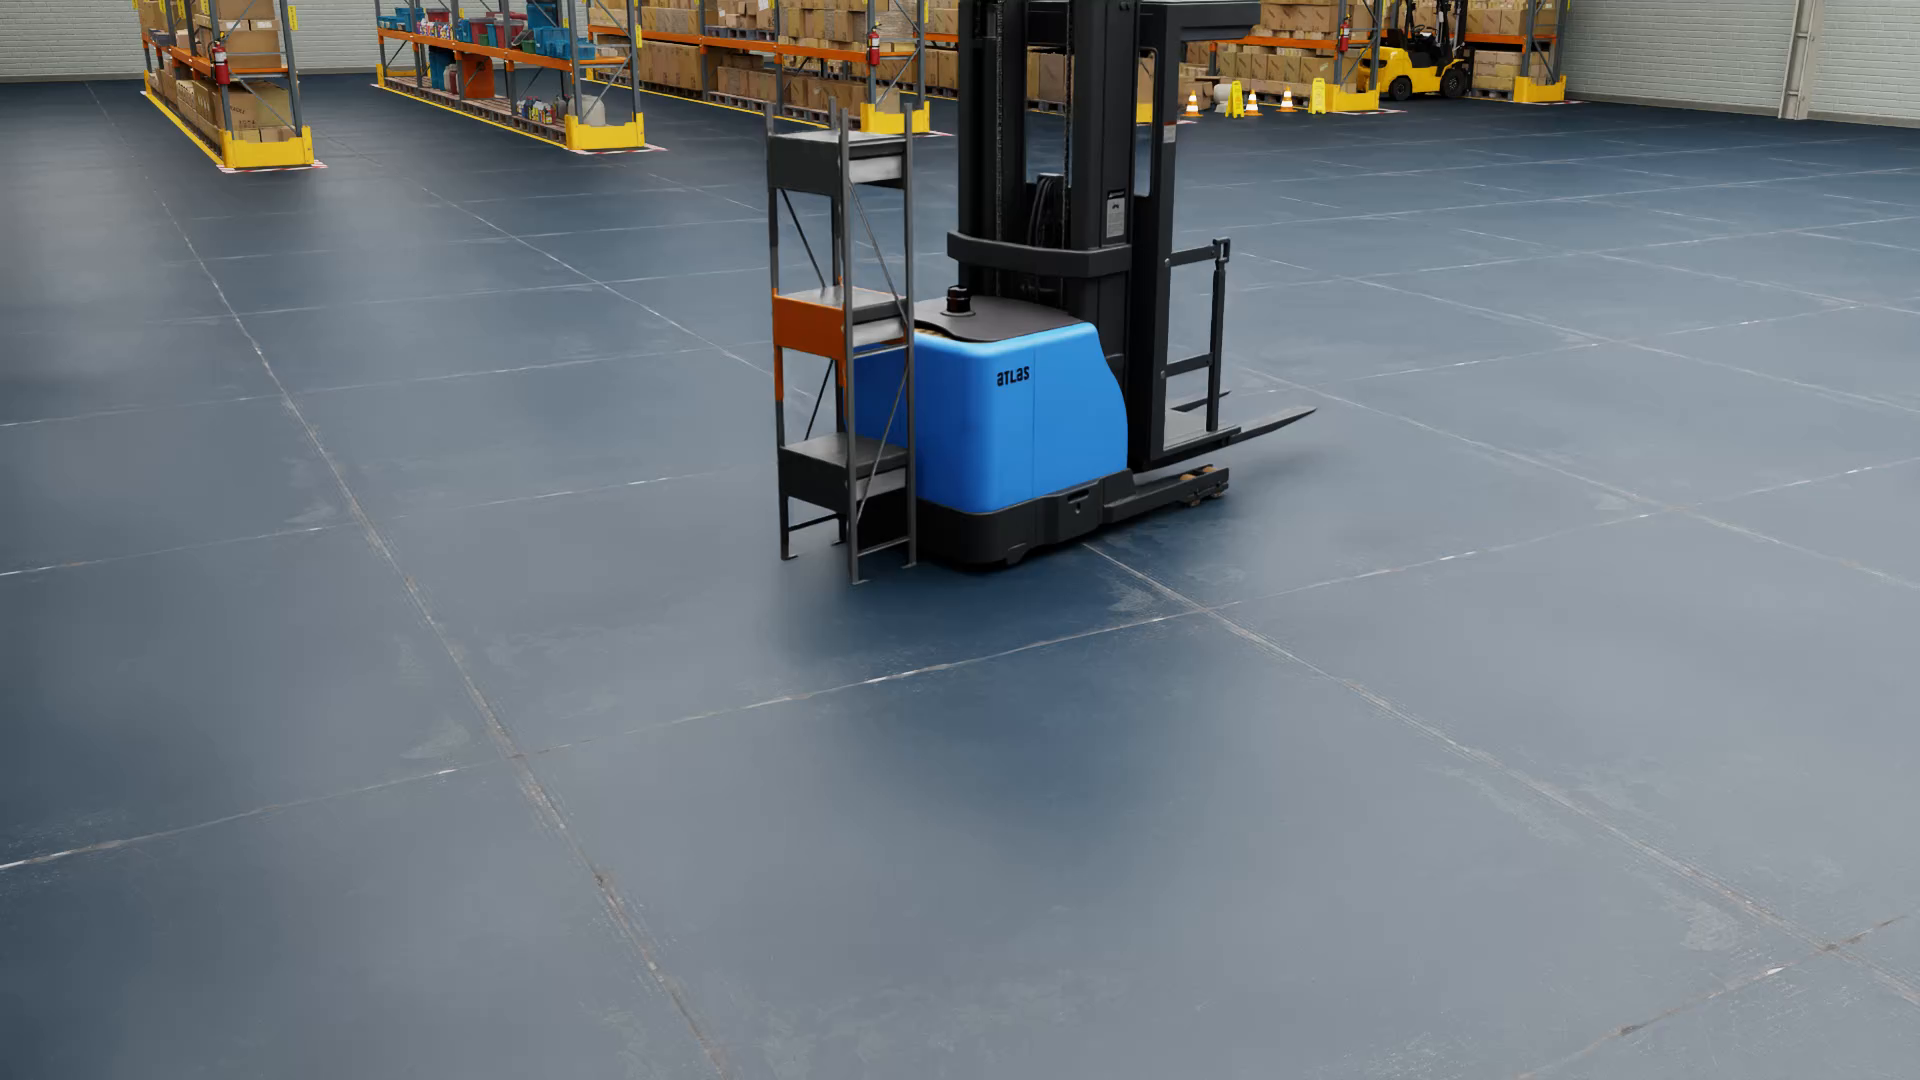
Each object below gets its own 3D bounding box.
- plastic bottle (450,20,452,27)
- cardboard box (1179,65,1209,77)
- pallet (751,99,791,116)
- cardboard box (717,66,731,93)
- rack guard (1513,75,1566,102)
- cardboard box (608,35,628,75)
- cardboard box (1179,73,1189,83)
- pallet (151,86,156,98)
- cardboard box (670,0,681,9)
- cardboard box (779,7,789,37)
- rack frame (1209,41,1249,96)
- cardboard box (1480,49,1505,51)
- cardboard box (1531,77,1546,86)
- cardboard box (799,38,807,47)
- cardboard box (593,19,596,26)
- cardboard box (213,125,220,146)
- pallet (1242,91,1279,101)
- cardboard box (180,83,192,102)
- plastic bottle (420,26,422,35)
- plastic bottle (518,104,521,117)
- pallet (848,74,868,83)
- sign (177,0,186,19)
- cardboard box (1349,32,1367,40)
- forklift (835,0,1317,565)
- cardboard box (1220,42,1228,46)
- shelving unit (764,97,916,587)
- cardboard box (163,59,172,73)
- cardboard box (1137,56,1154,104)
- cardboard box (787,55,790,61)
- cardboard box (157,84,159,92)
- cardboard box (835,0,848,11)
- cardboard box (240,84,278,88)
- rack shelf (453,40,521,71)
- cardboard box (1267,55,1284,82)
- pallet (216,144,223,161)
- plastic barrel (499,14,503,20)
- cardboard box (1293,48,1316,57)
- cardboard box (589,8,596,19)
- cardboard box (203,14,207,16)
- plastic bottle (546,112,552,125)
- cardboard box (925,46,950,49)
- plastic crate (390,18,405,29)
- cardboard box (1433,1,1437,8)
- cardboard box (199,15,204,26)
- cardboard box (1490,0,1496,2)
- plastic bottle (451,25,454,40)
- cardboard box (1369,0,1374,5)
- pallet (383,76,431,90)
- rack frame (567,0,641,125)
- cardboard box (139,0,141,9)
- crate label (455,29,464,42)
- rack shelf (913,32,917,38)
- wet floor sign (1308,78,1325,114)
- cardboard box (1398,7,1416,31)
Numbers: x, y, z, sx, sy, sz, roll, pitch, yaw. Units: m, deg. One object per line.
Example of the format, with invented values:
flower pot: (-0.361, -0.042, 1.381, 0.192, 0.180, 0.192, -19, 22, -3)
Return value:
plastic bottle: (-10.513, -10.684, 34.571, 0.144, 0.351, 0.185, -10, 21, -27)
cardboard box: (5.173, -10.261, 36.654, 0.950, 0.372, 0.625, -9, 21, -23)
pallet: (-3.324, -8.319, 31.915, 1.003, 0.211, 1.213, -10, 21, -27)
cardboard box: (-4.517, -9.399, 33.929, 0.700, 0.500, 0.500, -11, 22, -30)
rack guard: (12.046, -9.382, 34.553, 1.175, 0.500, 0.348, -10, 21, -27)
cardboard box: (-7.845, -11.620, 39.821, 0.875, 0.875, 0.875, -10, 21, -27)
cardboard box: (4.154, -9.064, 33.418, 0.797, 0.637, 0.503, -10, 21, -27)
pallet: (-16.956, -9.756, 36.082, 1.003, 0.211, 1.213, -10, 21, -27)
cardboard box: (-5.817, -11.675, 35.675, 0.797, 0.503, 0.637, -9, 21, -25)
cardboard box: (-2.794, -9.463, 30.346, 0.875, 0.500, 0.500, -10, 21, -27)
rack frame: (5.768, -10.949, 35.262, 1.000, 3.000, 0.127, -10, 21, -27)
cardboard box: (11.504, -10.397, 35.702, 0.500, 0.250, 0.500, -10, 21, -27)
cardboard box: (11.973, -9.640, 35.042, 0.500, 0.250, 0.500, -10, 21, -26)
cardboard box: (-2.656, -8.897, 29.701, 0.380, 0.149, 0.250, -10, 21, -27)
cardboard box: (-8.650, -12.513, 40.181, 0.380, 0.149, 0.250, -10, 22, -27)
cardboard box: (-10.536, -5.880, 24.146, 0.500, 0.250, 0.500, -10, 21, -27)
pallet: (6.118, -9.443, 35.174, 1.003, 0.211, 1.213, -10, 21, -27)
cardboard box: (-13.085, -7.700, 28.560, 0.500, 0.311, 0.500, -11, 22, -28)
plastic bottle: (-11.178, -10.609, 34.583, 0.097, 0.201, 0.097, 0, 19, 0)
plastic bottle: (-7.498, -7.343, 28.428, 0.097, 0.201, 0.097, 0, 19, 0)
pallet: (-1.968, -10.908, 39.419, 1.003, 0.211, 1.213, -10, 21, -27)
sign: (-12.146, -8.303, 25.942, 0.100, 0.325, 0.005, -10, 21, -27)
cardboard box: (7.689, -9.811, 32.351, 0.380, 0.149, 0.250, -10, 21, -26)
forklift: (0.776, -1.665, 8.464, 1.130, 2.935, 3.031, 18, 26, 42)
cardboard box: (6.948, -12.829, 42.906, 0.380, 0.149, 0.250, -9, 21, -25)
shelving unit: (-0.524, -0.884, 7.473, 0.503, 2.100, 0.431, 18, 26, 42)
cardboard box: (-14.982, -9.094, 31.895, 0.500, 0.250, 0.500, -10, 21, -27)
cardboard box: (2.979, -8.383, 30.441, 0.875, 0.875, 0.875, -10, 21, -26)
cardboard box: (-4.215, -12.399, 42.736, 0.380, 0.149, 0.250, -9, 21, -24)
cardboard box: (-16.223, -9.255, 34.050, 0.380, 0.149, 0.250, -10, 21, -27)
cardboard box: (-1.775, -9.188, 28.018, 0.500, 0.500, 0.500, -10, 21, -27)
cardboard box: (-10.542, -6.605, 25.095, 0.500, 0.500, 0.500, -10, 21, -27)
rack shelf: (-8.262, -8.880, 30.371, 1.077, 0.370, 4.000, -10, 21, -27)
cardboard box: (6.574, -9.538, 33.597, 0.500, 0.500, 0.500, -11, 22, -28)
pallet: (-10.173, -5.627, 24.114, 1.003, 0.211, 1.213, -10, 21, -27)
plastic barrel: (-8.335, -9.464, 30.789, 0.421, 0.512, 0.421, 0, 19, 0)
cardboard box: (6.825, -9.645, 32.911, 0.380, 0.149, 0.250, -9, 21, -25)
cardboard box: (-8.661, -12.748, 40.252, 0.500, 0.250, 0.500, -11, 22, -28)
cardboard box: (-10.978, -8.126, 24.939, 0.700, 0.500, 0.500, -10, 21, -27)
plastic bottle: (-6.670, -6.843, 26.978, 0.097, 0.201, 0.097, 0, 19, 0)
cardboard box: (-0.554, -10.908, 37.183, 0.500, 0.250, 0.500, -11, 22, -29)
plastic crate: (-12.415, -11.454, 36.892, 0.416, 0.233, 0.300, -10, 21, -27)
cardboard box: (10.503, -11.638, 36.111, 0.380, 0.149, 0.250, -10, 22, -27)
cardboard box: (-11.347, -7.906, 25.297, 0.380, 0.149, 0.250, -10, 22, -27)
cardboard box: (11.334, -11.355, 34.835, 0.380, 0.149, 0.250, -10, 21, -26)
plastic bottle: (-9.779, -9.789, 32.082, 0.061, 0.283, 0.133, -10, 21, -27)
cardboard box: (9.569, -12.286, 37.989, 0.380, 0.149, 0.250, -10, 21, -27)
pallet: (-12.653, -10.530, 38.325, 1.003, 0.211, 1.213, -10, 21, -27)
rack frame: (-5.412, -7.498, 25.262, 1.000, 3.000, 0.127, -10, 21, -27)
cardboard box: (-17.138, -11.528, 35.254, 0.500, 0.500, 0.500, -10, 21, -26)
crate label: (-9.341, -9.536, 31.426, 0.303, 0.233, 0.416, -10, 21, -27)
rack shelf: (-1.389, -11.535, 38.065, 1.077, 0.370, 4.000, -10, 21, -27)
wet floor sign: (6.816, -8.467, 31.680, 0.267, 0.644, 0.232, -3, 19, -8)
cardboard box: (10.116, -11.598, 36.990, 0.500, 0.500, 0.500, -11, 22, -28)
